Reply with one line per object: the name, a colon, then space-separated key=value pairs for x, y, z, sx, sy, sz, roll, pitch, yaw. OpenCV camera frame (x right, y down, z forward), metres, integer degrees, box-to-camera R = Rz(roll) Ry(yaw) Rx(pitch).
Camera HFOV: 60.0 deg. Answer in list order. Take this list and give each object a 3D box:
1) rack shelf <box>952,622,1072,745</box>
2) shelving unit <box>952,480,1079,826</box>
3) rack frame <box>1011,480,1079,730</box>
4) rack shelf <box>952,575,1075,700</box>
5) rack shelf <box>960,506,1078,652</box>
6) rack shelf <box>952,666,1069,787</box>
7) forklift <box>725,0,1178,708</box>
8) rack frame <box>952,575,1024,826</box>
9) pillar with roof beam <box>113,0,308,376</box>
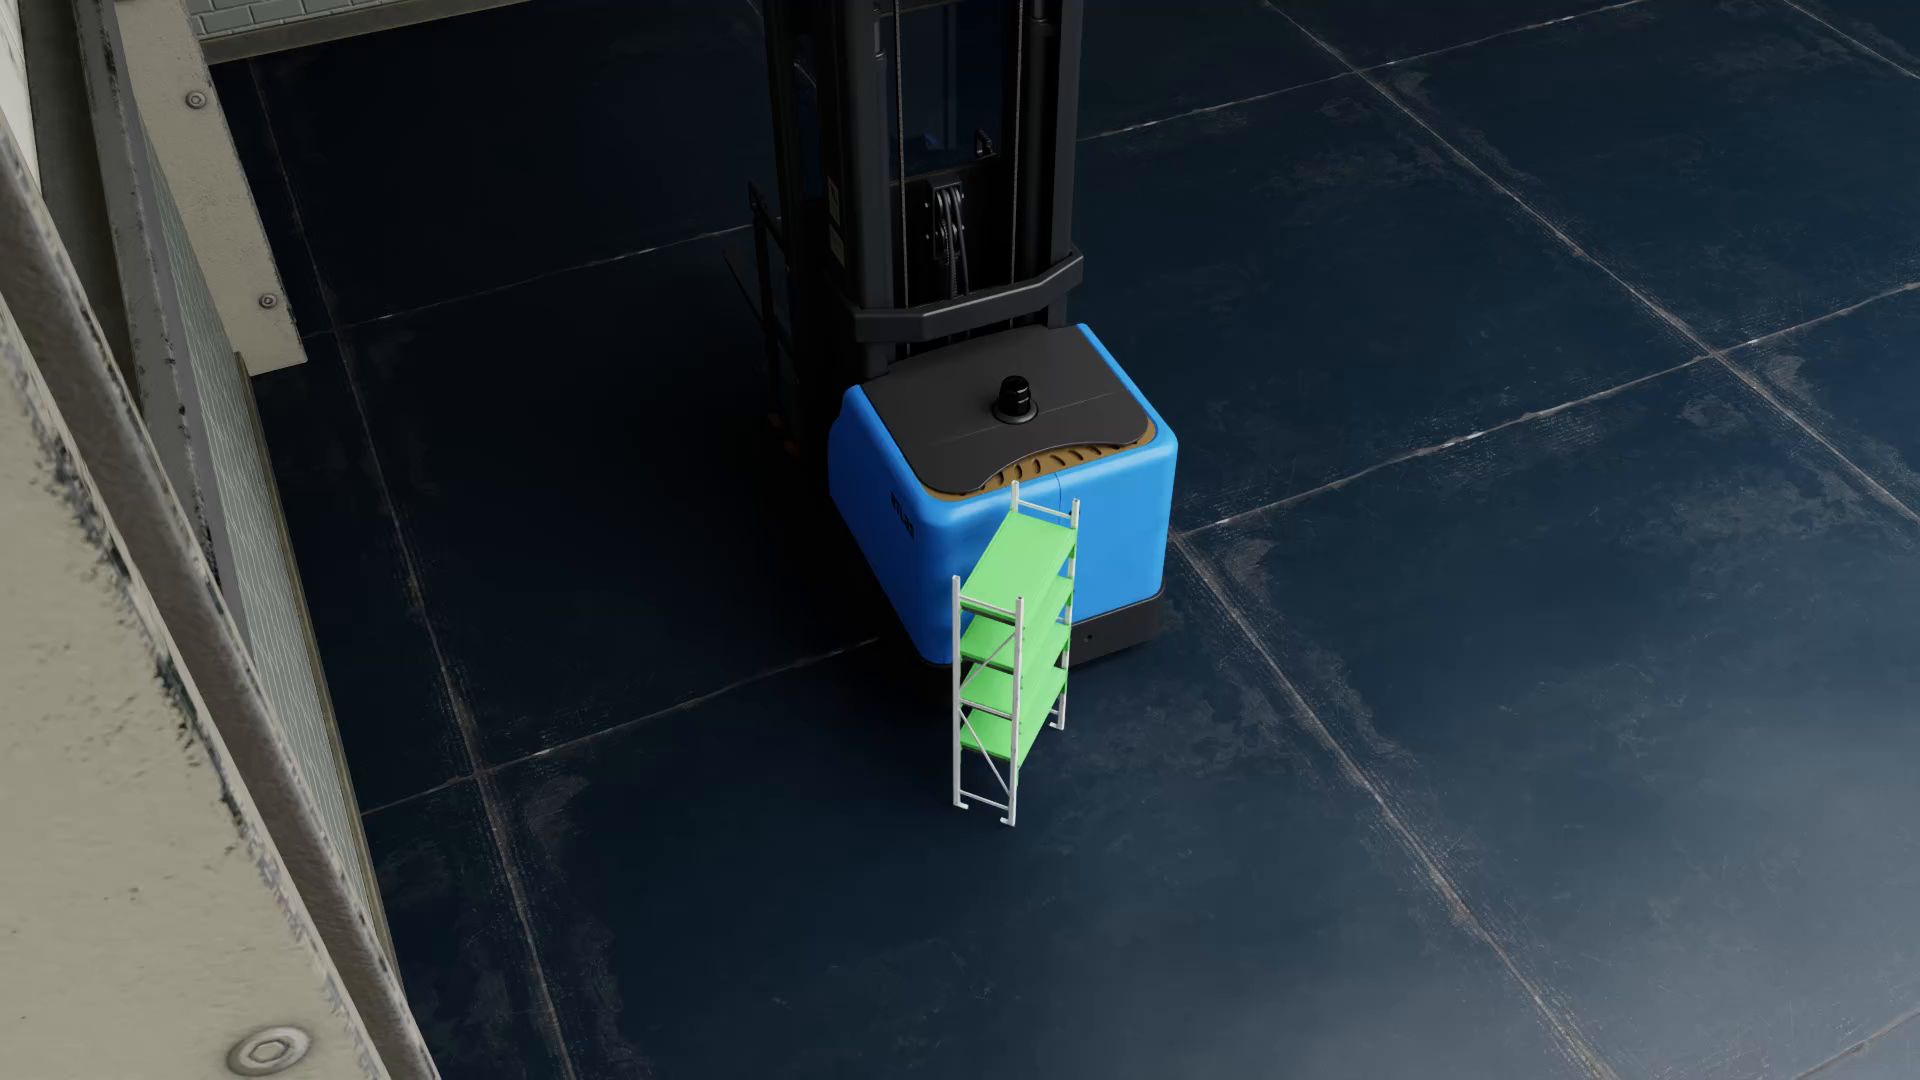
rack shelf: x=0.187 y=0.467 z=5.883 sx=0.258 sy=0.148 sz=0.480 roll=17 pitch=47 yaw=17
shelving unit: x=0.187 y=0.421 z=5.838 sx=0.258 sy=1.200 sz=0.503 roll=17 pitch=47 yaw=17
rack frame: x=0.286 y=0.265 z=5.996 sx=0.240 sy=1.200 sz=0.015 roll=17 pitch=47 yaw=17
rack shelf: x=0.187 y=0.296 z=5.714 sx=0.258 sy=0.148 sz=0.480 roll=17 pitch=47 yaw=17
rack shelf: x=0.187 y=0.125 z=5.545 sx=0.258 sy=0.148 sz=0.480 roll=17 pitch=47 yaw=17
rack shelf: x=0.187 y=0.638 z=6.051 sx=0.258 sy=0.148 sz=0.480 roll=17 pitch=47 yaw=17
forklift: x=-0.252 y=-1.446 z=6.497 sx=1.130 sy=2.935 sz=3.031 roll=-17 pitch=47 yaw=-17
rack frame: x=0.088 y=0.578 z=5.679 sx=0.240 sy=1.200 sz=0.015 roll=17 pitch=47 yaw=17
pillar with roof beam: x=0.550 y=-5.414 z=6.199 sx=9.100 sy=9.000 sz=0.400 roll=-18 pitch=47 yaw=-17
